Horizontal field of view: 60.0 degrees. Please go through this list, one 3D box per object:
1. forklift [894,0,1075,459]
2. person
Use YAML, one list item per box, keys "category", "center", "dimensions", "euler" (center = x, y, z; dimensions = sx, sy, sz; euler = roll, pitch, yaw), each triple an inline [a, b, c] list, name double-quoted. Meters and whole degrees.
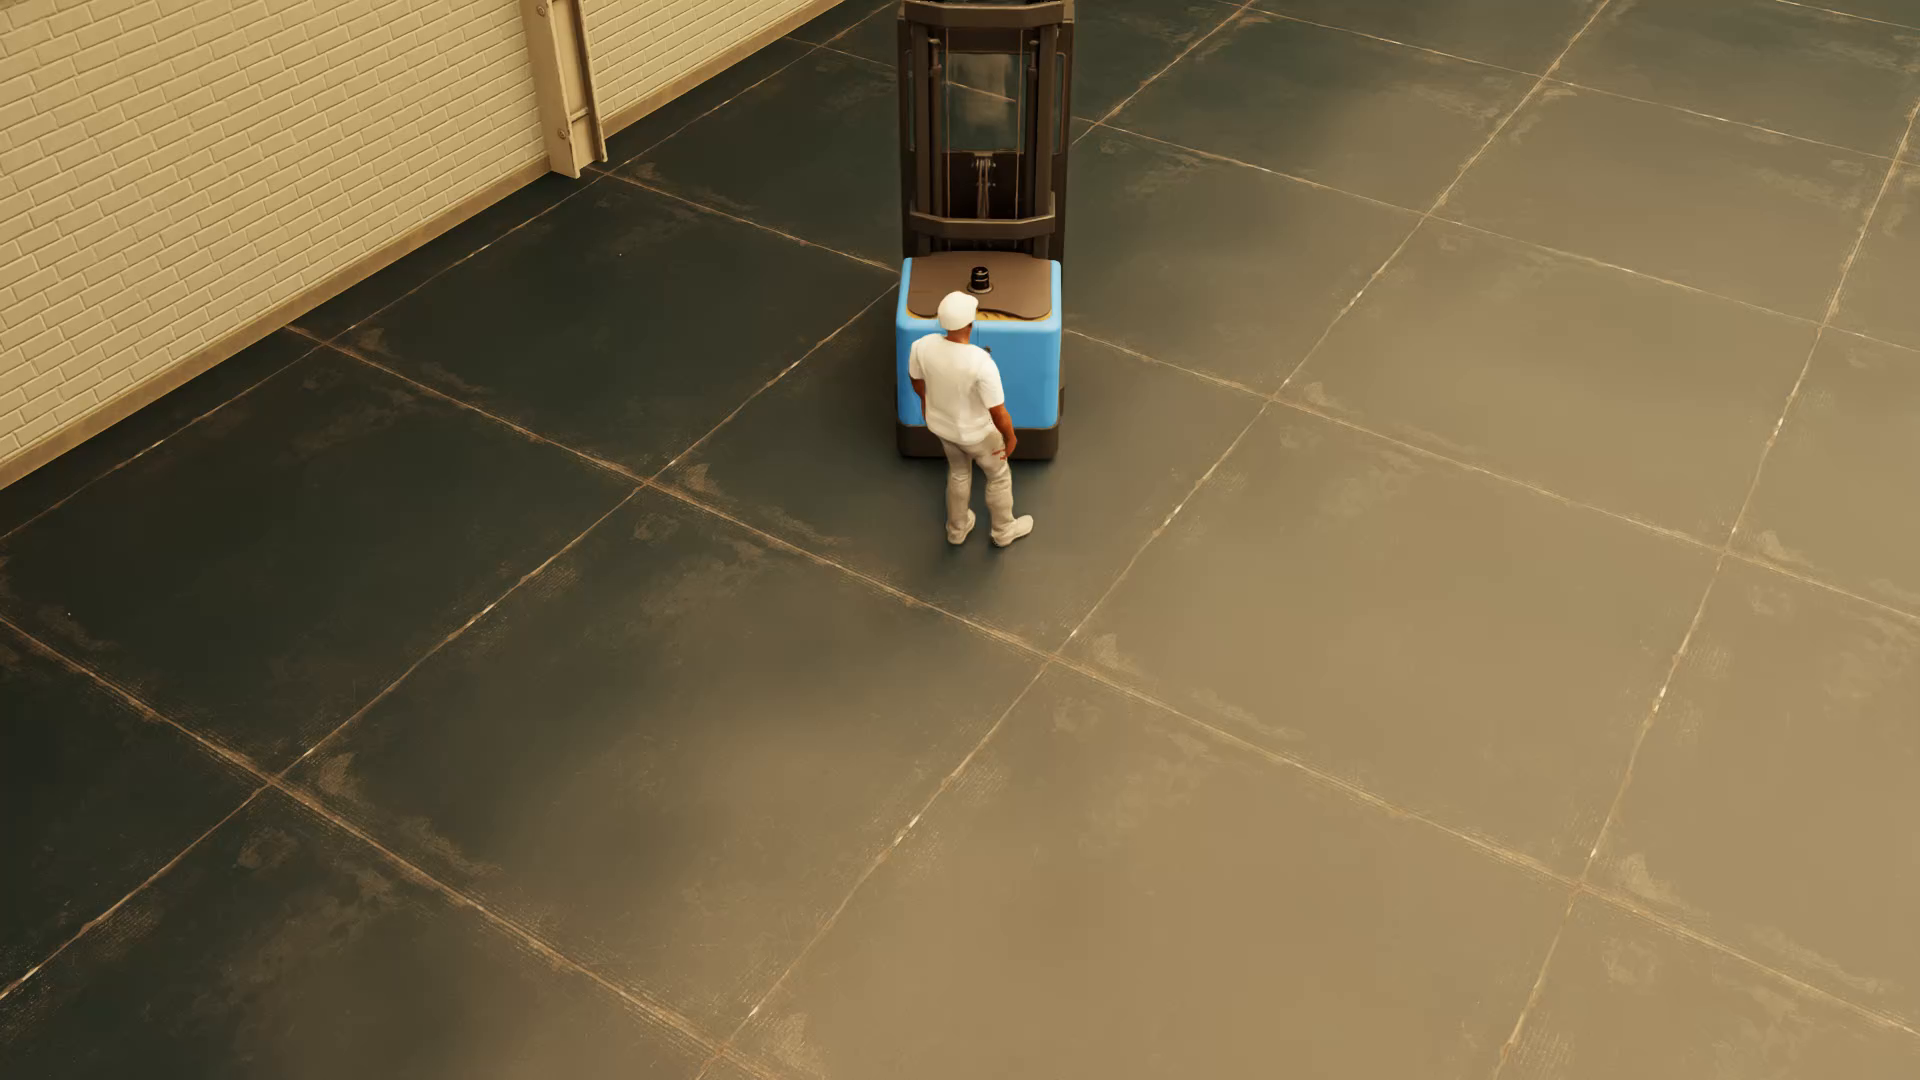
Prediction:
- category: "forklift"
  center: [0.167, -2.574, 11.004]
  dimensions: [1.130, 2.935, 3.031]
  euler: [1, 40, 2]
- category: "person"
  center: [0.067, -0.726, 9.743]
  dimensions: [0.691, 1.755, 0.566]
  euler: [25, 46, 26]
